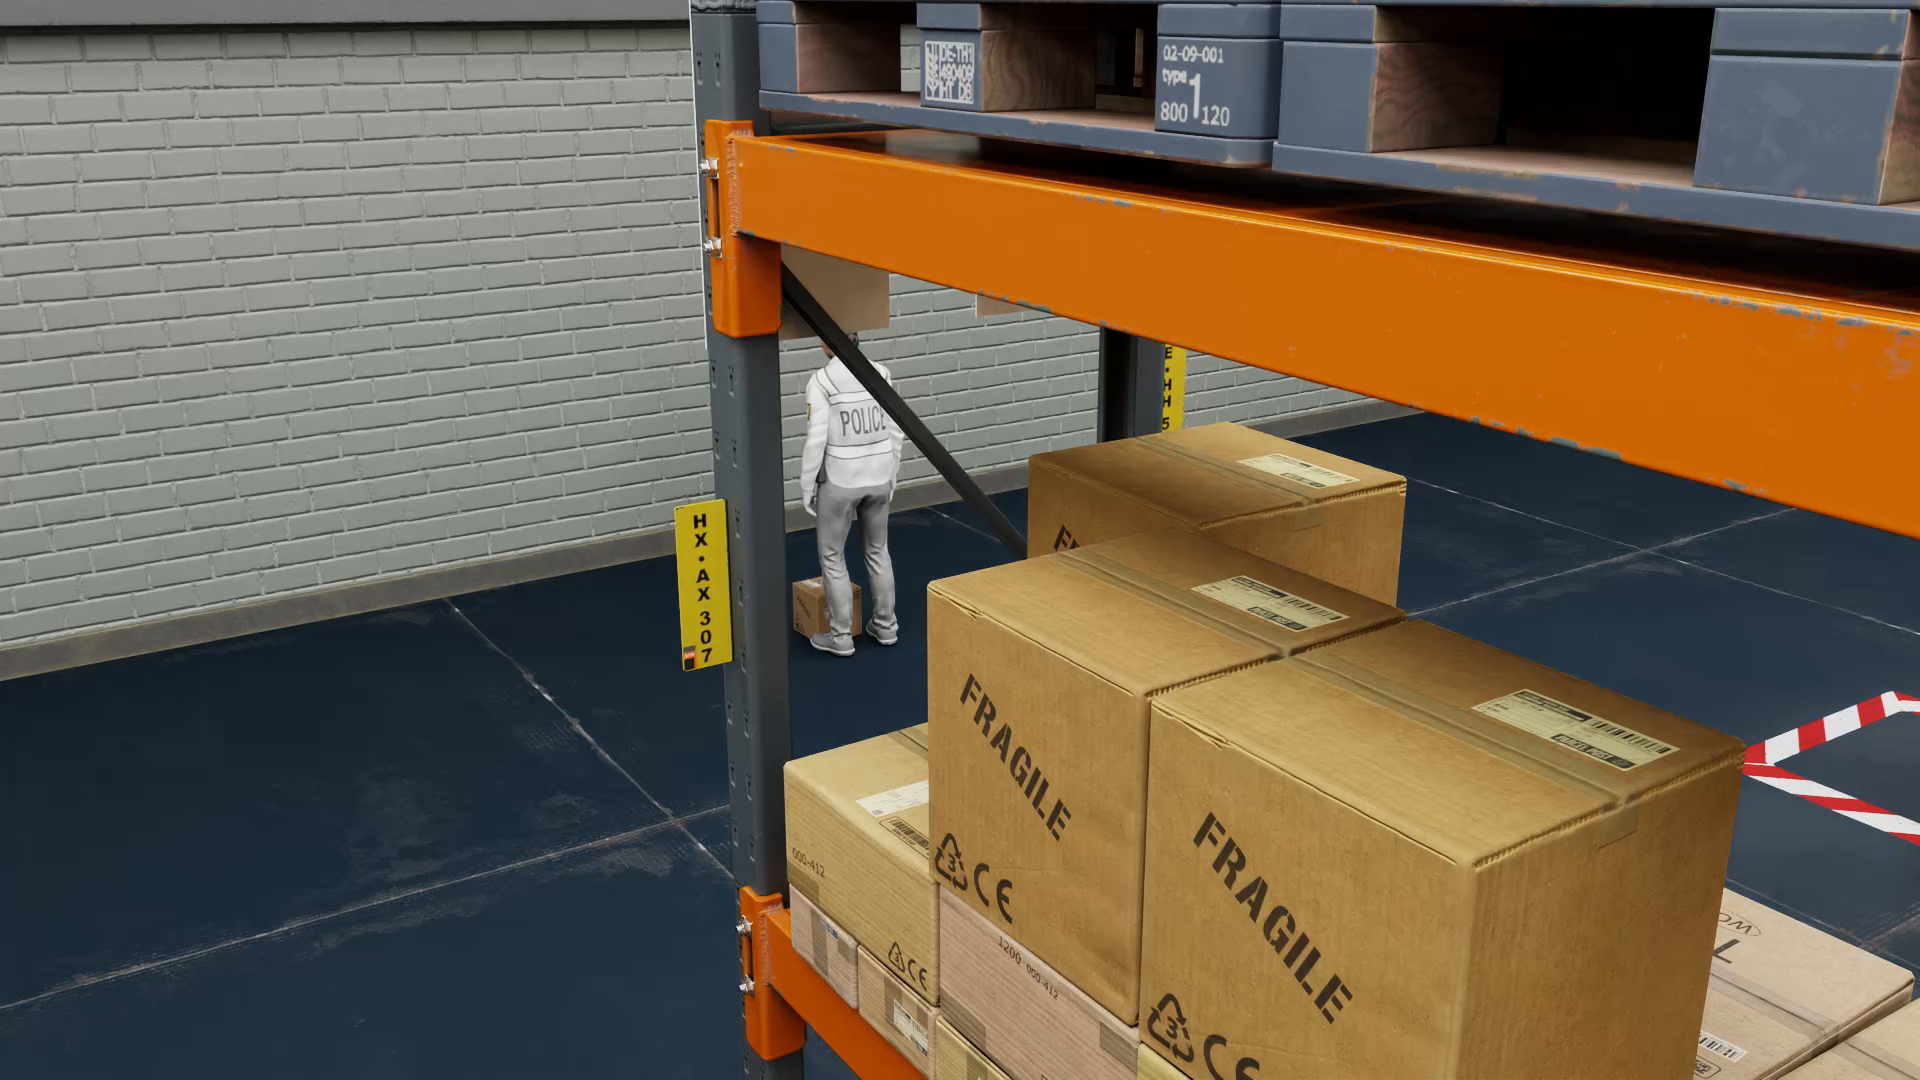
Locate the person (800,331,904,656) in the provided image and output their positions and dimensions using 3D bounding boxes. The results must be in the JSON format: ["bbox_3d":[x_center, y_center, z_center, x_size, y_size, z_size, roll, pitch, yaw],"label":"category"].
[{"bbox_3d":[-0.516,-0.269,7.871,0.527,1.662,0.376,-12,22,-32],"label":"person"}]
